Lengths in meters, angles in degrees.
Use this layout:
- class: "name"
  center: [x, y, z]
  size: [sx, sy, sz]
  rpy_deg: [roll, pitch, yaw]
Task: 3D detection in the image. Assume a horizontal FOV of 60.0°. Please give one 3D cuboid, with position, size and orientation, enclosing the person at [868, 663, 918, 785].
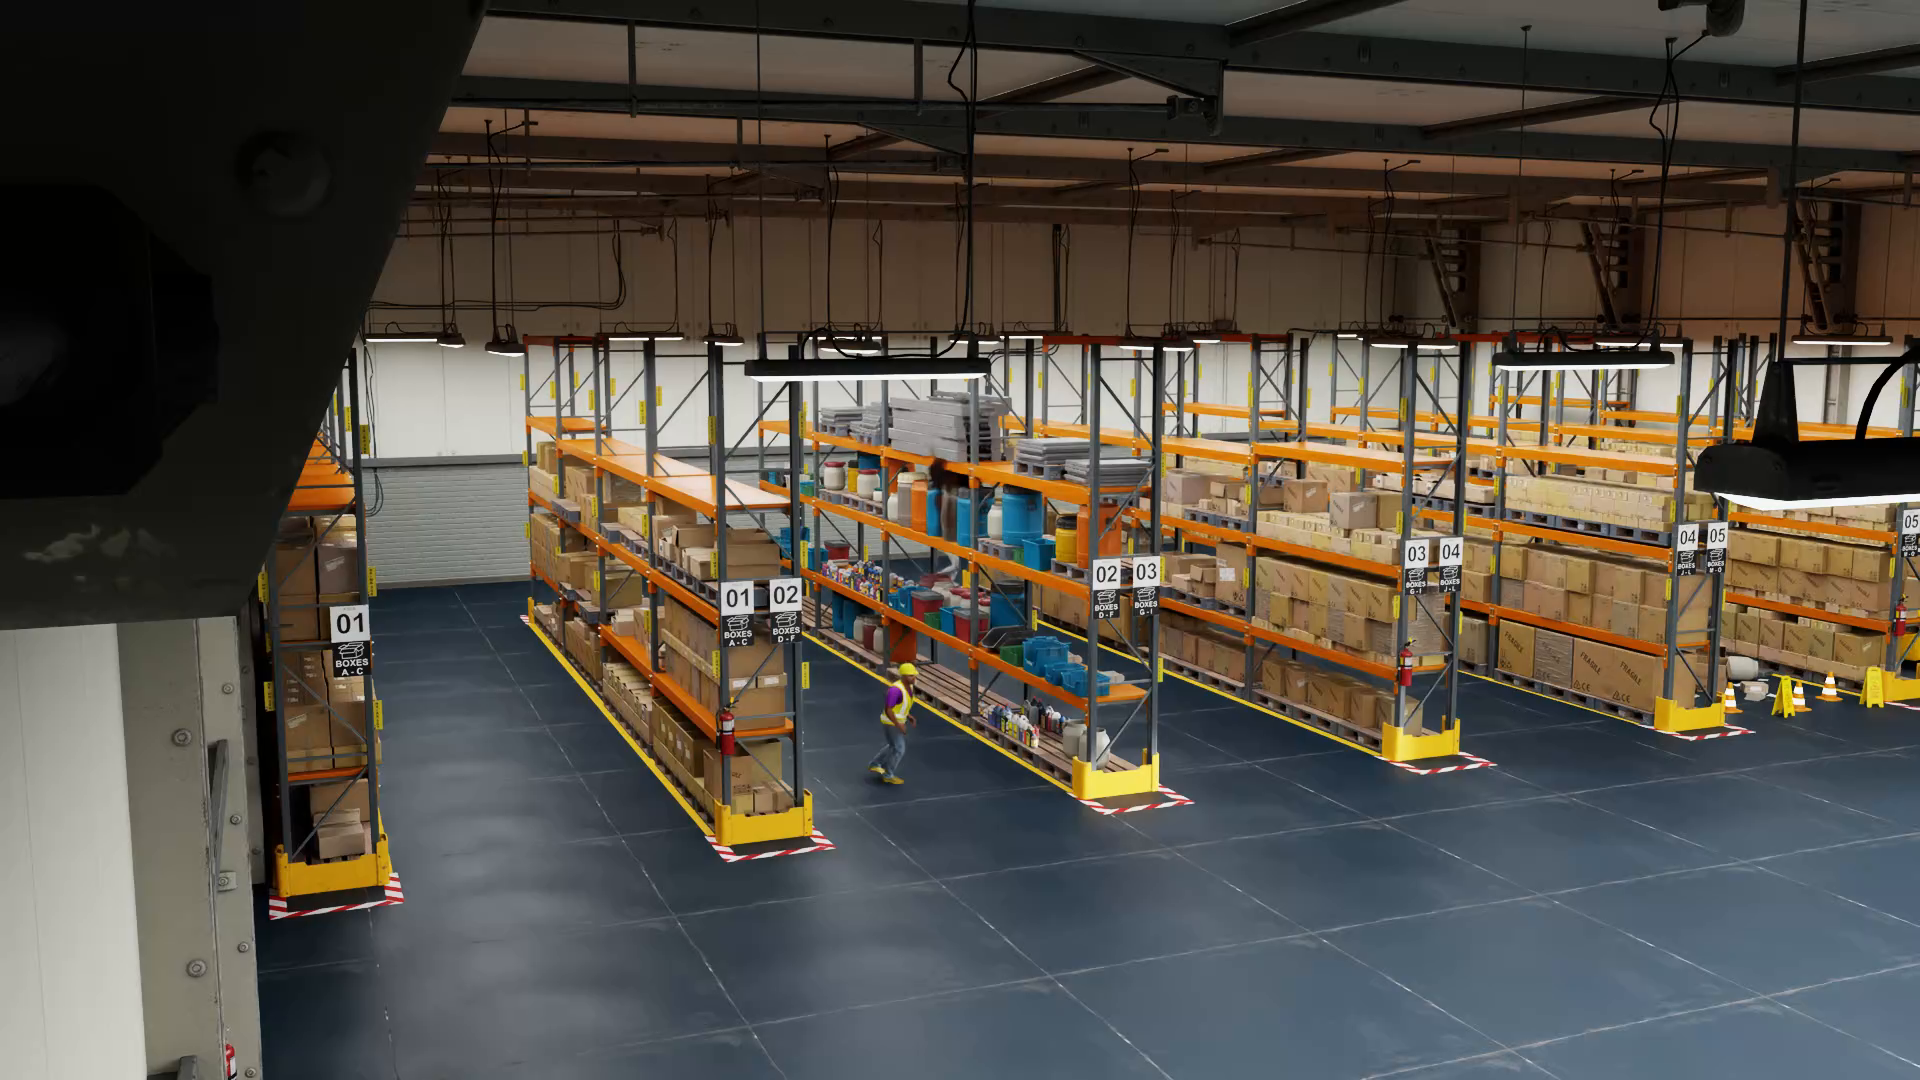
- class: "person"
  center: [-0.927, 2.491, 22.613]
  size: [0.817, 1.701, 0.665]
  rpy_deg: [2, 8, 16]

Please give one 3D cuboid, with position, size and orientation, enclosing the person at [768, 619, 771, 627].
- class: "person"
  center: [-3.444, 1.360, 31.187]
  size: [0.559, 1.646, 0.642]
  rpy_deg: [-2, 8, -14]

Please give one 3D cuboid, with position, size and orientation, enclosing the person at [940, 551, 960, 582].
- class: "person"
  center: [-0.211, 0.228, 39.666]
  size: [0.464, 1.592, 0.679]
  rpy_deg: [2, 8, 12]
